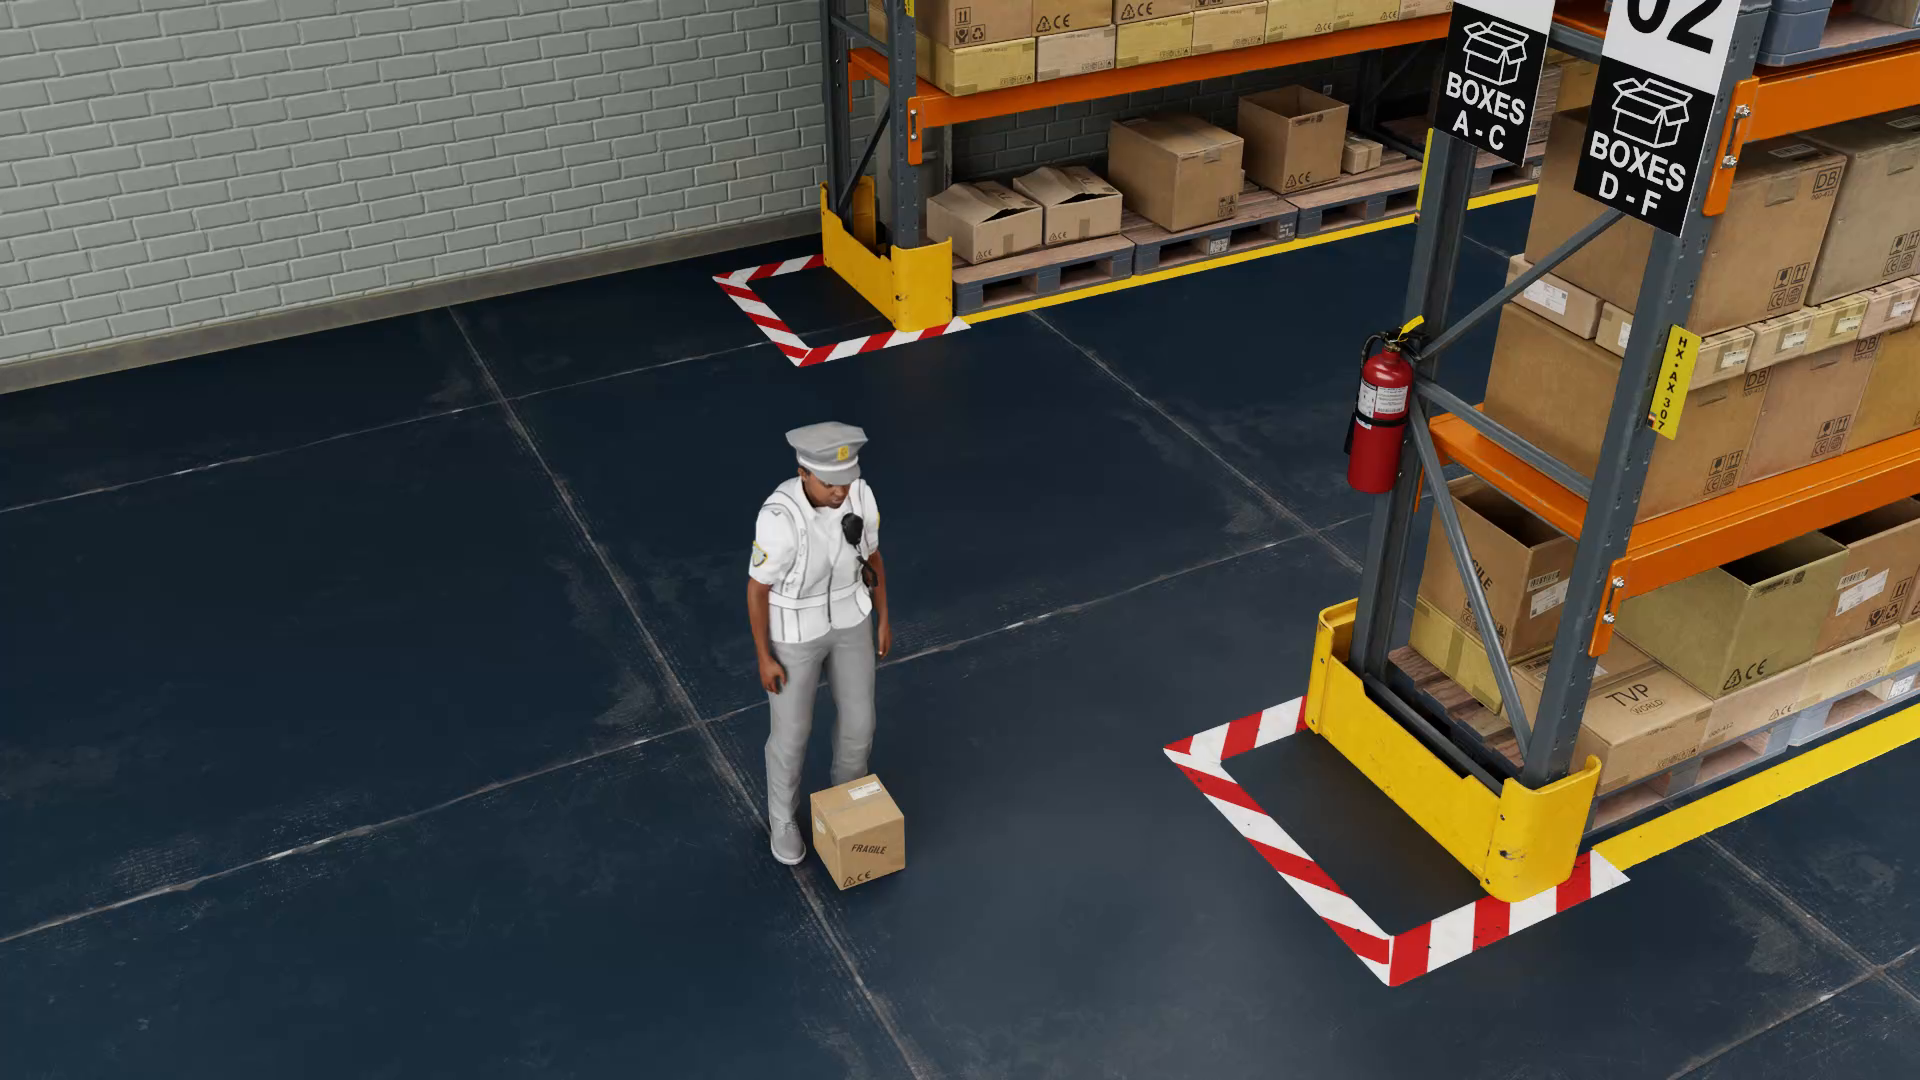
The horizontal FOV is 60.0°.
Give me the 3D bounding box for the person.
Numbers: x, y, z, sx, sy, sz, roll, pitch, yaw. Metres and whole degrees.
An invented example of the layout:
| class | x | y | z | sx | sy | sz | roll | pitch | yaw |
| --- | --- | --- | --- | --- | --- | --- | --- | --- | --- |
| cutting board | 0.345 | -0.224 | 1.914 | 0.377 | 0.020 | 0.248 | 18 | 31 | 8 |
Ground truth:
| class | x | y | z | sx | sy | sz | roll | pitch | yaw |
| --- | --- | --- | --- | --- | --- | --- | --- | --- | --- |
| person | -0.475 | 0.328 | 5.638 | 0.524 | 1.660 | 0.394 | -17 | 37 | -24 |
